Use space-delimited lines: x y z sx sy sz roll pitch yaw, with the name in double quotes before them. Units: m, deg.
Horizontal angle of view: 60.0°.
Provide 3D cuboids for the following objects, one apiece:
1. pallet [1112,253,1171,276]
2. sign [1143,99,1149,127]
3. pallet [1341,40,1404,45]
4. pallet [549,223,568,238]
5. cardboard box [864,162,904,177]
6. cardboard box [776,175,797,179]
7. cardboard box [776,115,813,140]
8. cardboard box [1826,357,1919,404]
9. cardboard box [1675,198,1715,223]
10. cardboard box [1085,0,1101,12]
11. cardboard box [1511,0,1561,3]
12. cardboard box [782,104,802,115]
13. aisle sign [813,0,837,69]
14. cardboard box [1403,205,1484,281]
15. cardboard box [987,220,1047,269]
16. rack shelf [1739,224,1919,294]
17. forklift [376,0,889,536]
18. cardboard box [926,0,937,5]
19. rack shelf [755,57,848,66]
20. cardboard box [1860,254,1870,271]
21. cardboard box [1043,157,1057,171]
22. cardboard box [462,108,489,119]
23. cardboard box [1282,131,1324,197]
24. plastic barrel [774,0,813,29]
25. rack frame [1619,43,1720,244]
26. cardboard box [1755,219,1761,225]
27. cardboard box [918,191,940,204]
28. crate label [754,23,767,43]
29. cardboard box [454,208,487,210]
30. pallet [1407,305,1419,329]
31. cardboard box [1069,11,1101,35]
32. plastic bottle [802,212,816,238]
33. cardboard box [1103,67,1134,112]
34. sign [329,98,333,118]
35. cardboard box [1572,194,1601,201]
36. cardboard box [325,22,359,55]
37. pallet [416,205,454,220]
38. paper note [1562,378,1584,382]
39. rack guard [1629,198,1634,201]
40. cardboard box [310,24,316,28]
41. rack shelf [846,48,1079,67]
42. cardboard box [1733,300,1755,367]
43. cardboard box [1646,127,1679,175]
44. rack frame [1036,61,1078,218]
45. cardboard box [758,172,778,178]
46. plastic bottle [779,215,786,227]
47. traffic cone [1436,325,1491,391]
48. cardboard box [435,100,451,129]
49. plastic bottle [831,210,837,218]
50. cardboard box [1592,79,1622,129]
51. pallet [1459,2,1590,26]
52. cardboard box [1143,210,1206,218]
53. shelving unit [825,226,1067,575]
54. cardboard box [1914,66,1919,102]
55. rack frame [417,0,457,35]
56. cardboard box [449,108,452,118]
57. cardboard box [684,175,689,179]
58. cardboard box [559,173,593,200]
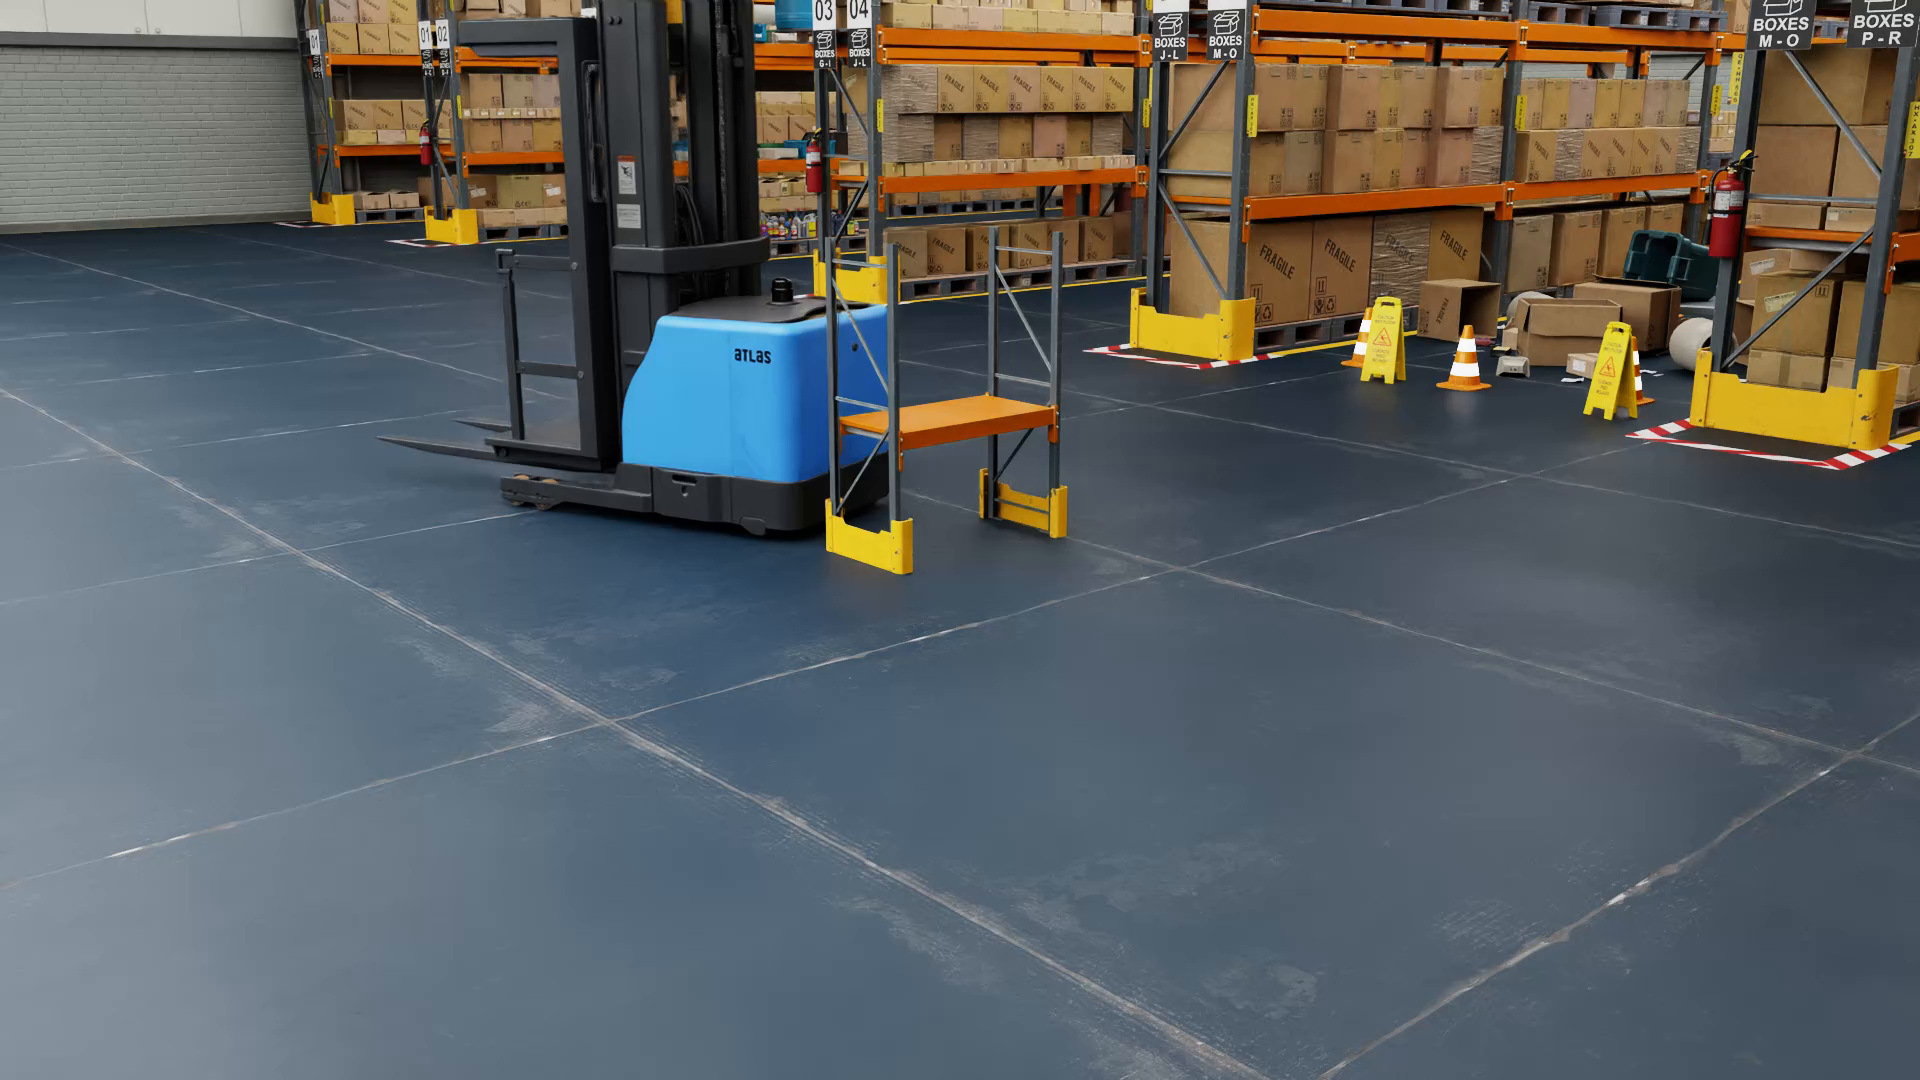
"pallet" 2.423 -3.520 21.019 1.213 0.211 1.003 -13 19 -39
"sign" 2.199 -5.049 19.662 0.005 0.325 0.100 -13 19 -39
"pallet" 5.305 -6.890 22.785 1.003 0.211 1.213 -12 19 -37
"pallet" -6.212 -4.983 26.495 1.213 0.211 1.003 -13 19 -39
"cardboard box" -0.809 -3.938 17.667 0.250 0.149 0.380 -13 19 -39
"cardboard box" -3.011 -6.279 29.372 0.500 0.311 0.500 -13 20 -41
"cardboard box" -2.901 -7.103 28.834 0.500 0.500 0.500 -14 20 -42
"cardboard box" 6.115 -1.085 11.015 0.500 0.250 0.500 -13 20 -40
"cardboard box" 8.713 -3.857 19.454 0.500 0.250 0.500 -14 20 -42
"cardboard box" 1.387 -6.106 19.003 0.250 0.149 0.380 -14 20 -42
"cardboard box" 5.803 -5.632 16.993 0.500 0.250 0.500 -13 20 -40
"cardboard box" -3.590 -8.710 34.238 0.500 0.500 0.500 -13 20 -40
"aisle sign" -1.425 -5.361 17.471 0.004 0.787 0.394 -13 19 -39
"cardboard box" 4.496 -2.836 16.357 0.875 0.875 0.875 -12 19 -39
"cardboard box" 0.665 -3.451 19.388 0.500 0.500 0.500 14 20 42
"rack shelf" 6.833 -2.119 11.766 4.000 0.370 1.077 -13 19 -39
"forklift" -1.886 -1.686 8.881 3.031 2.935 1.130 8 17 27
"cardboard box" -0.453 -5.720 17.558 0.250 0.149 0.380 -13 20 -40
"rack shelf" -3.155 -8.105 28.360 4.000 0.370 1.077 -13 19 -39
"cardboard box" 6.182 -1.982 11.662 0.250 0.149 0.380 -12 19 -38
"cardboard box" 0.892 -4.318 19.089 0.250 0.149 0.380 -13 19 -39
"cardboard box" -7.244 -6.373 24.845 0.250 0.149 0.380 -13 20 -40
"cardboard box" 2.650 -3.316 14.562 0.550 0.550 0.875 -13 19 -39
"plastic barrel" -2.236 -7.446 22.715 0.708 0.901 0.600 -13 19 -39
"rack frame" 8.034 -4.430 19.022 0.127 3.000 1.000 -13 19 -39
"cardboard box" 9.496 -3.669 20.203 0.500 0.500 0.500 -13 20 -41
"cardboard box" -0.724 -6.458 30.605 0.500 0.500 0.500 -14 20 -41
"crate label" -2.803 -6.652 21.815 0.408 0.251 0.502 -13 19 -39
"cardboard box" -7.470 -5.009 25.706 0.500 0.250 0.500 -13 19 -39
"pallet" 4.391 -2.291 16.420 1.213 0.211 1.003 -13 19 -39
"cardboard box" 1.263 -5.897 18.993 0.500 0.250 0.500 -12 19 -38
"plastic bottle" -2.100 -4.380 23.114 0.185 0.351 0.144 -13 20 -40
"cardboard box" 1.678 -5.280 19.498 0.500 0.500 0.500 -13 19 -39
"sign" -10.579 -7.263 27.950 0.005 0.325 0.100 -13 19 -39
"cardboard box" 9.772 -5.666 26.953 0.875 0.875 0.875 -13 19 -39
"cardboard box" -10.519 -8.465 28.085 0.500 0.500 0.500 -12 19 -38
"pallet" -9.322 -5.952 30.125 1.213 0.211 1.003 -13 19 -39
"paper note" 4.731 -1.241 12.838 0.148 0.019 0.142 8 17 28
"rack guard" 10.907 -5.564 28.112 0.348 0.500 1.175 -13 19 -39
"cardboard box" -10.787 -8.577 28.504 0.500 0.500 0.500 -11 18 -35
"rack shelf" 0.094 -7.140 24.748 4.000 0.370 1.077 -13 19 -39
"cardboard box" 6.640 -1.683 13.576 0.500 0.500 0.500 0 15 -1
"cardboard box" 7.493 -4.265 18.212 0.500 0.500 0.500 -13 19 -39
"rack frame" 1.603 -6.377 26.311 0.127 3.000 1.000 -13 19 -39
"cardboard box" -4.260 -7.569 34.125 0.750 0.750 0.750 -13 20 -40
"plastic bottle" -2.525 -4.473 23.619 0.097 0.271 0.097 0 15 0
"traffic cone" 3.817 -1.385 12.538 0.334 0.463 0.336 -13 19 -39
"cardboard box" -9.223 -7.530 29.427 0.500 0.500 0.500 -12 19 -38
"plastic bottle" -1.806 -4.495 23.545 0.185 0.351 0.144 -13 19 -39
"cardboard box" 6.537 -4.627 17.629 0.500 0.500 0.700 -13 20 -40
"pallet" 5.676 -5.274 16.740 1.217 0.209 0.805 -14 20 -42
"cardboard box" 2.686 -3.917 21.092 0.500 0.500 0.700 -13 20 -40
"shelving unit" -0.058 -0.712 8.008 1.083 1.500 0.587 -13 19 -39
"cardboard box" 5.953 -3.016 11.023 0.500 0.500 0.700 -12 19 -39
"rack frame" -7.681 -8.885 24.075 0.127 3.000 1.000 -13 19 -39
"cardboard box" -7.518 -6.450 25.134 0.250 0.149 0.380 -13 20 -40
"cardboard box" -5.409 -7.178 33.302 0.500 0.500 0.700 -12 19 -39
"cardboard box" -5.997 -5.524 26.181 0.500 0.500 0.500 -13 19 -39
